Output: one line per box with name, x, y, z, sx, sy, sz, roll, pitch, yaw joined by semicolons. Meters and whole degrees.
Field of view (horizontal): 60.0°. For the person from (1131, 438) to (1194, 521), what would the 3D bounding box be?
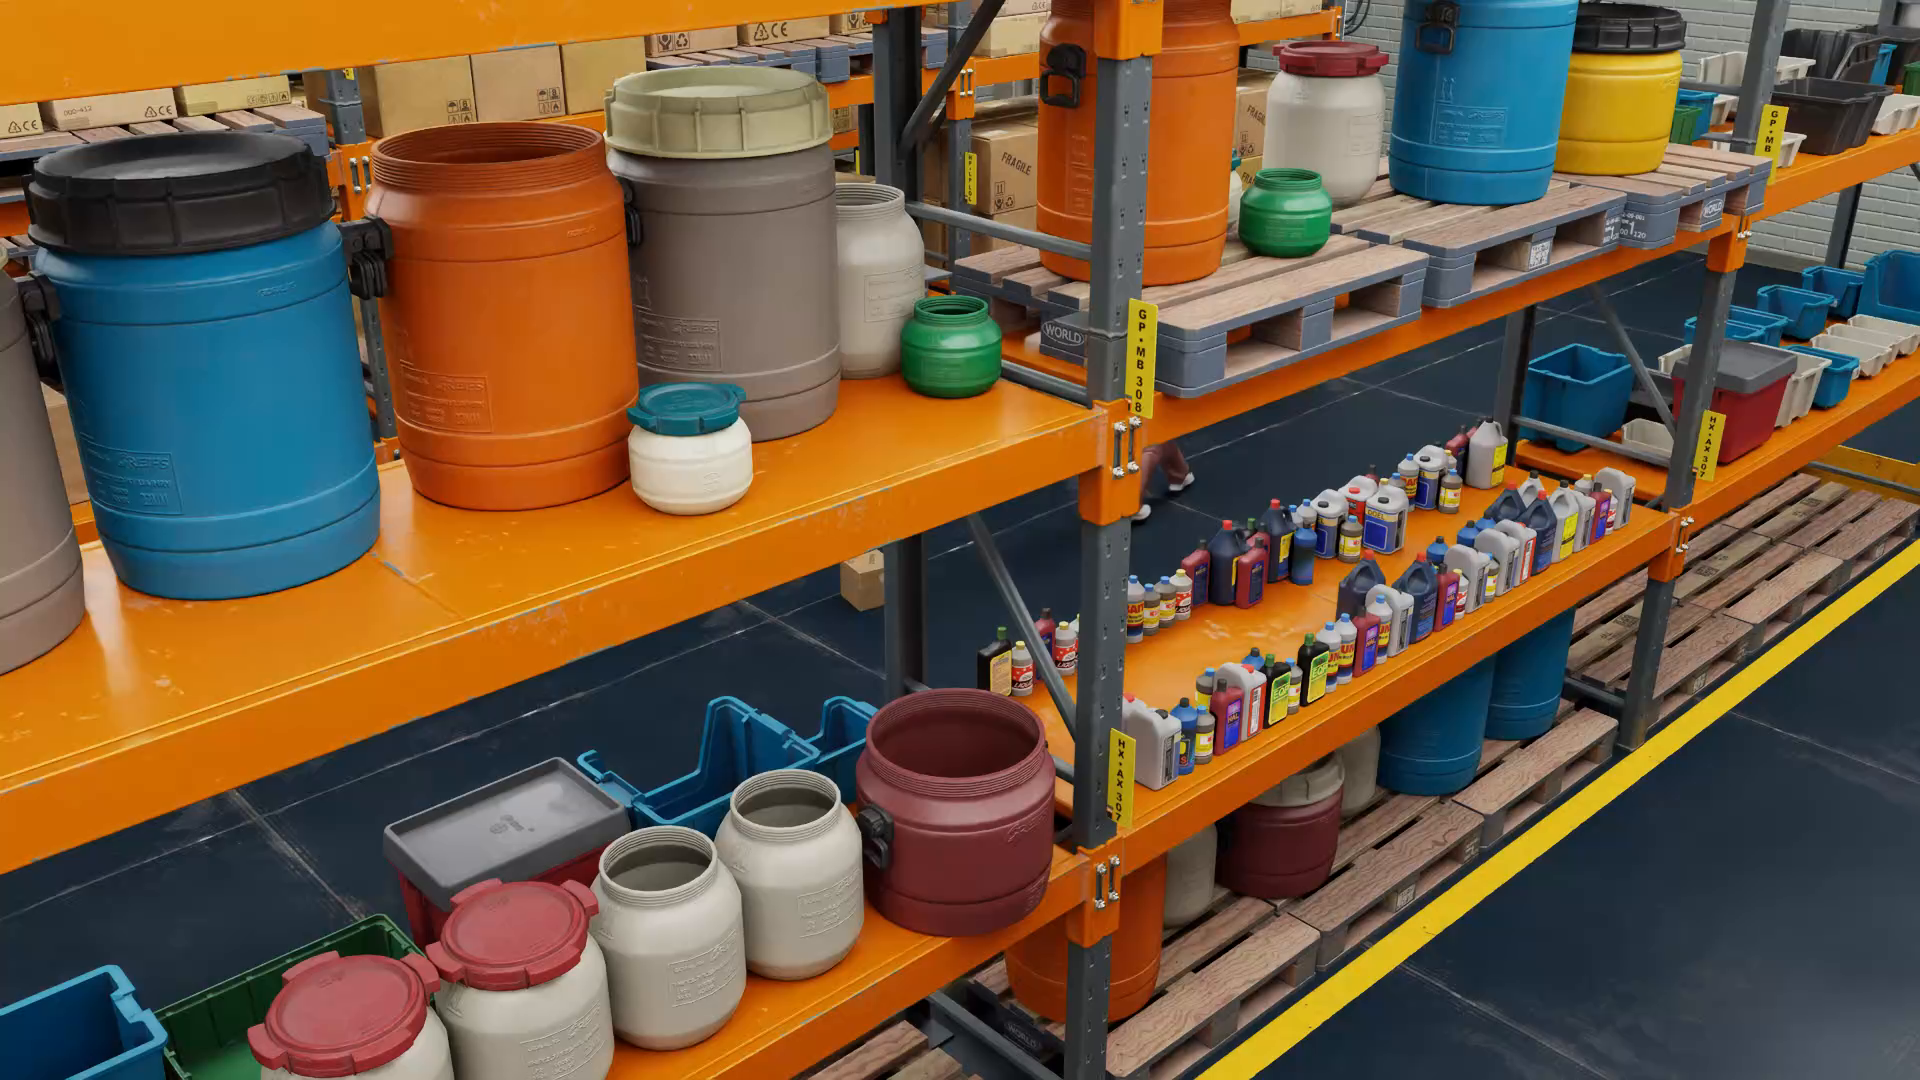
person;1.344;-0.976;10.726;0.972;1.616;0.475;-20;31;-37
